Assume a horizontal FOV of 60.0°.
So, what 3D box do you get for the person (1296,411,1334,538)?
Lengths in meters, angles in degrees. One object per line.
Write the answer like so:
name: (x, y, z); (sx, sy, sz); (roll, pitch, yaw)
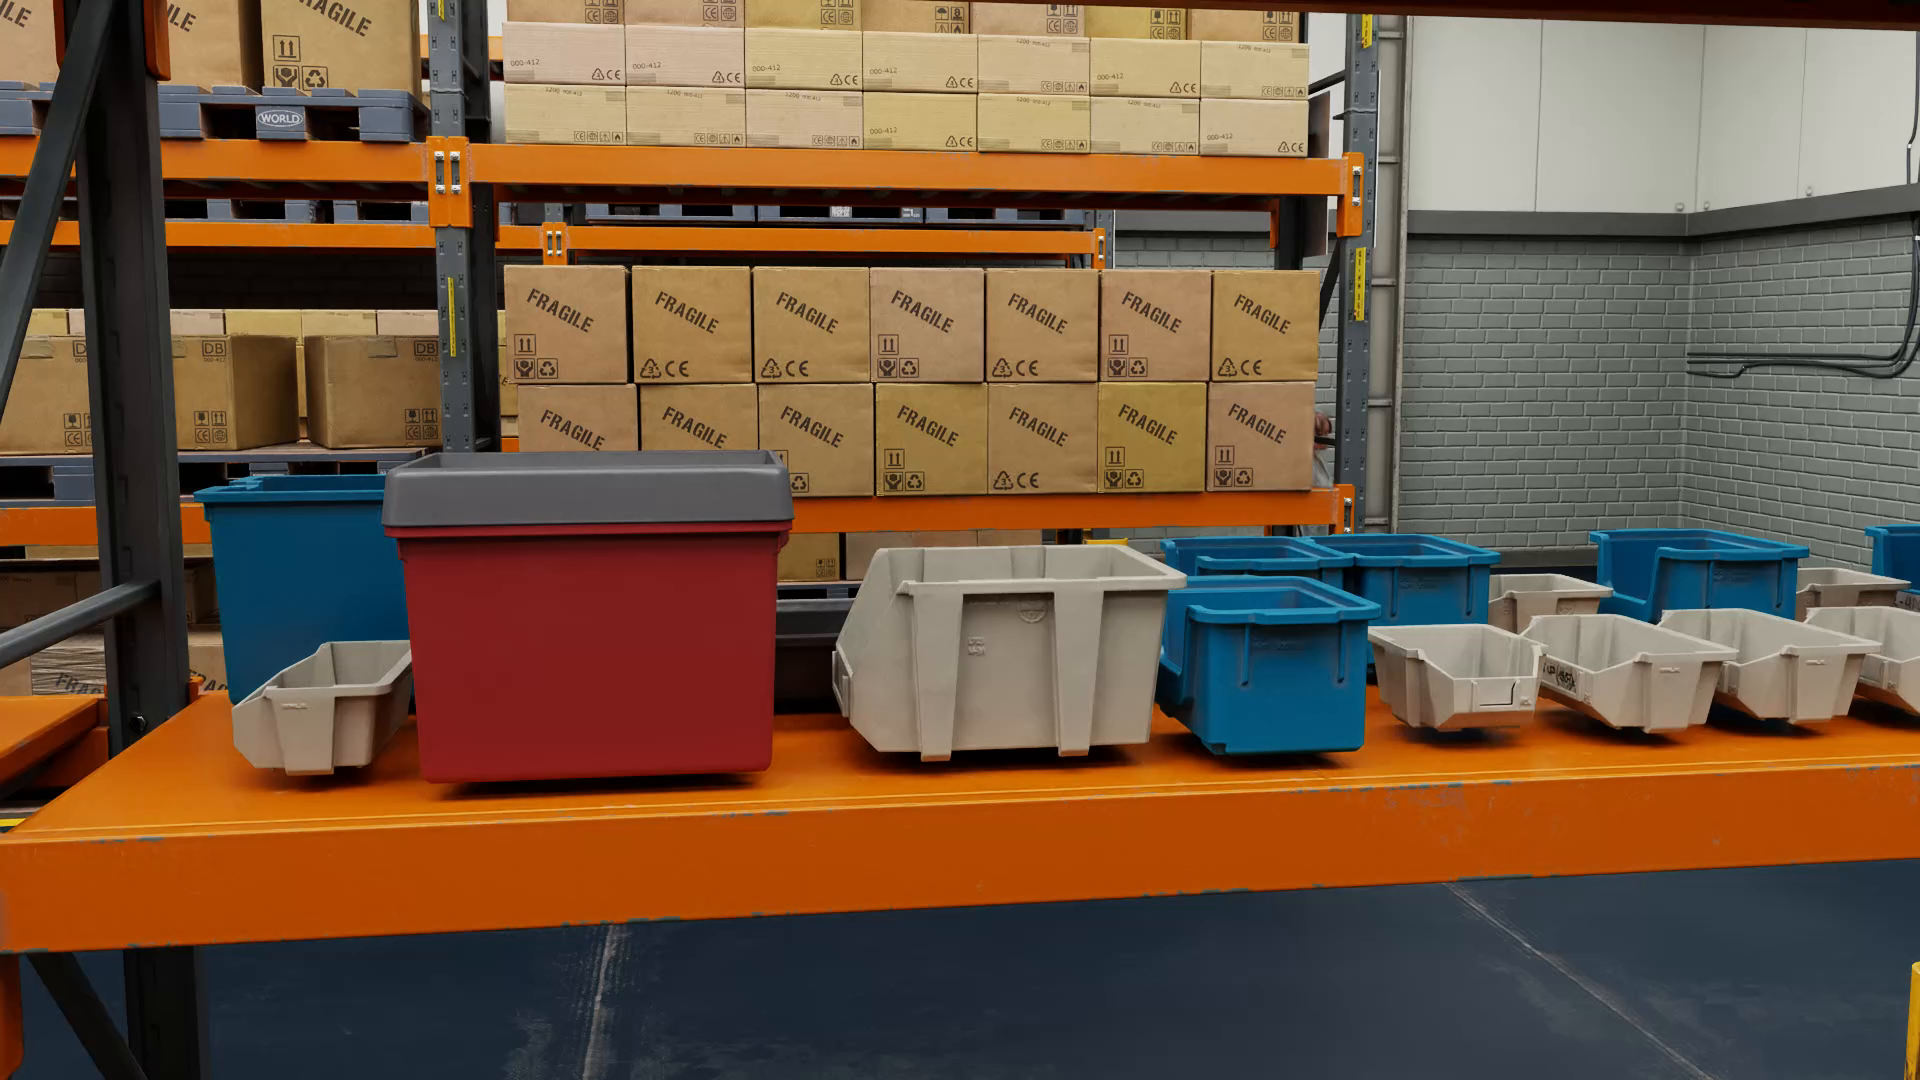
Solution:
person: (2.007, 0.012, 9.856); (0.899, 1.552, 0.422); (4, 8, 32)
